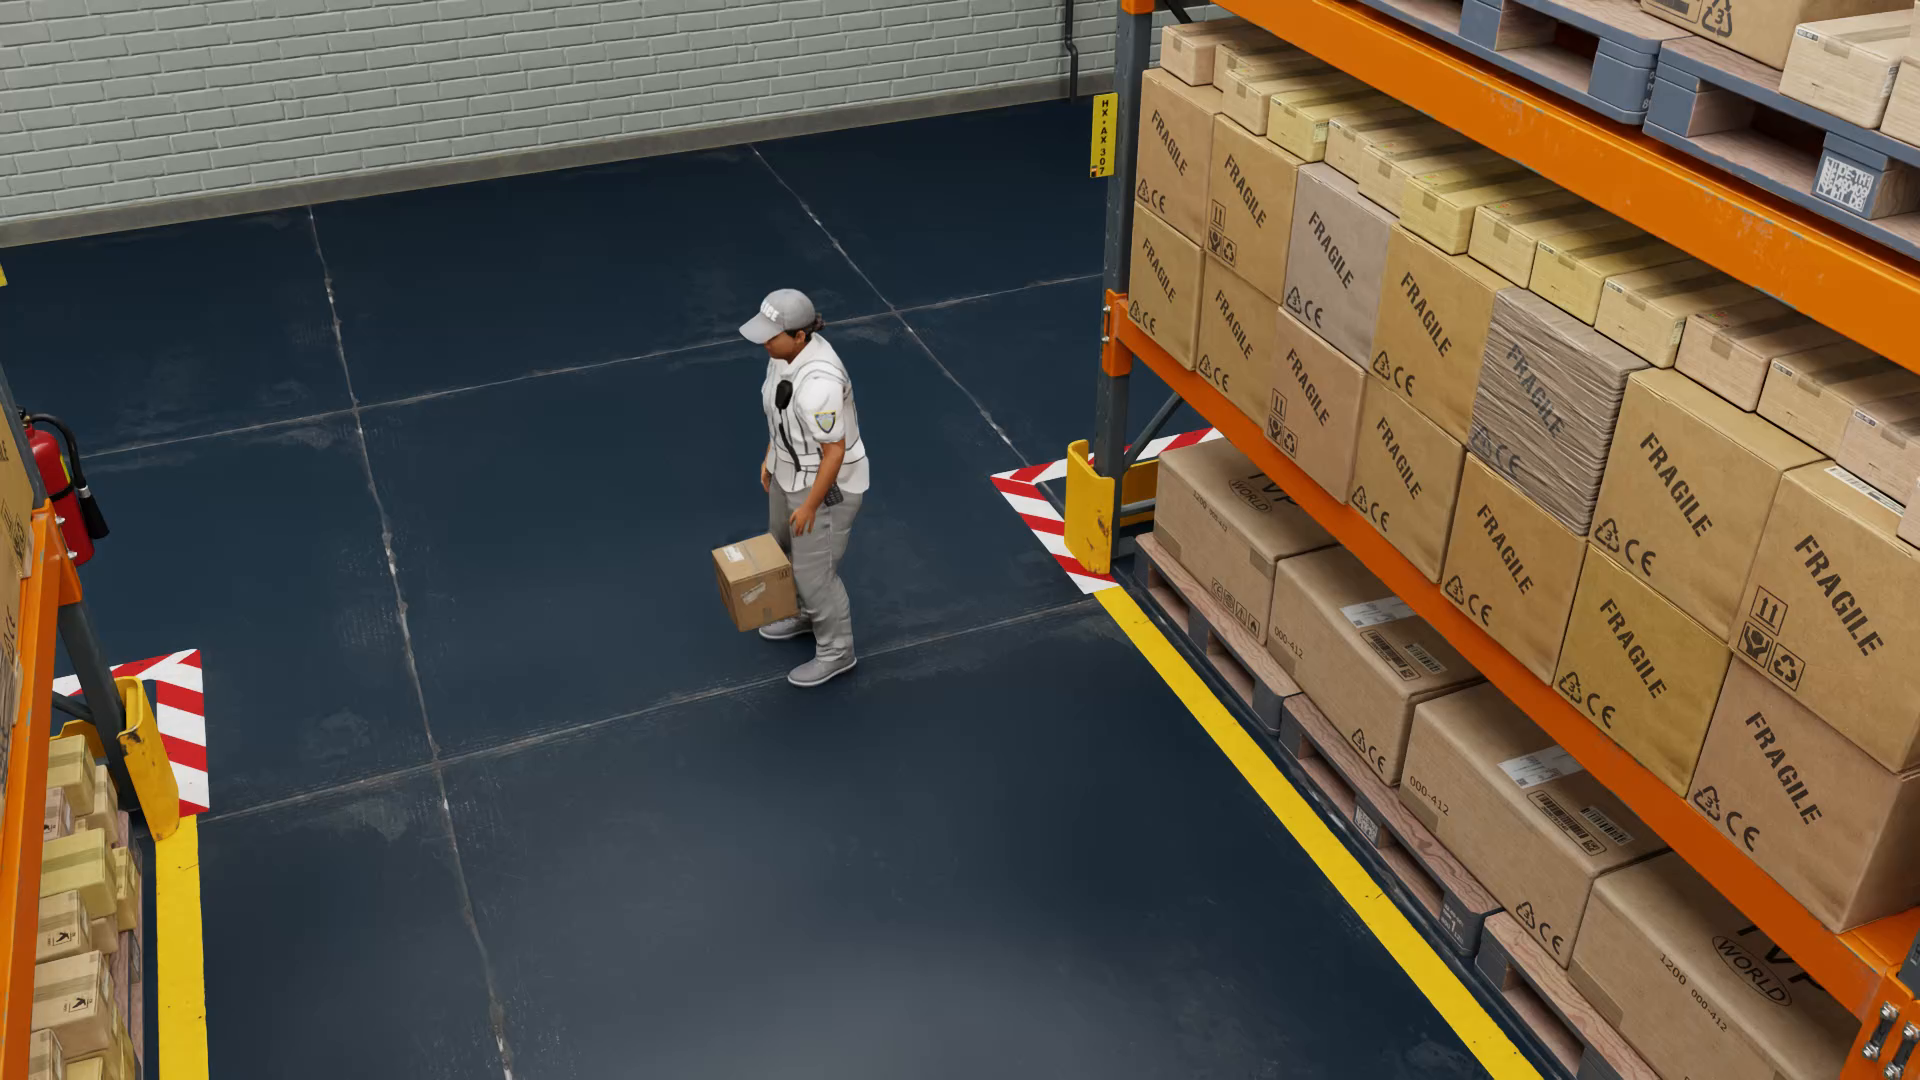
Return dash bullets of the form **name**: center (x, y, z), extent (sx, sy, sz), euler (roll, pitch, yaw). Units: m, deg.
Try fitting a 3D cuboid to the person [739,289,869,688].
- **person**: center (-0.599, -0.223, 6.467), extent (0.443, 1.669, 0.528), euler (-14, 36, -20)
